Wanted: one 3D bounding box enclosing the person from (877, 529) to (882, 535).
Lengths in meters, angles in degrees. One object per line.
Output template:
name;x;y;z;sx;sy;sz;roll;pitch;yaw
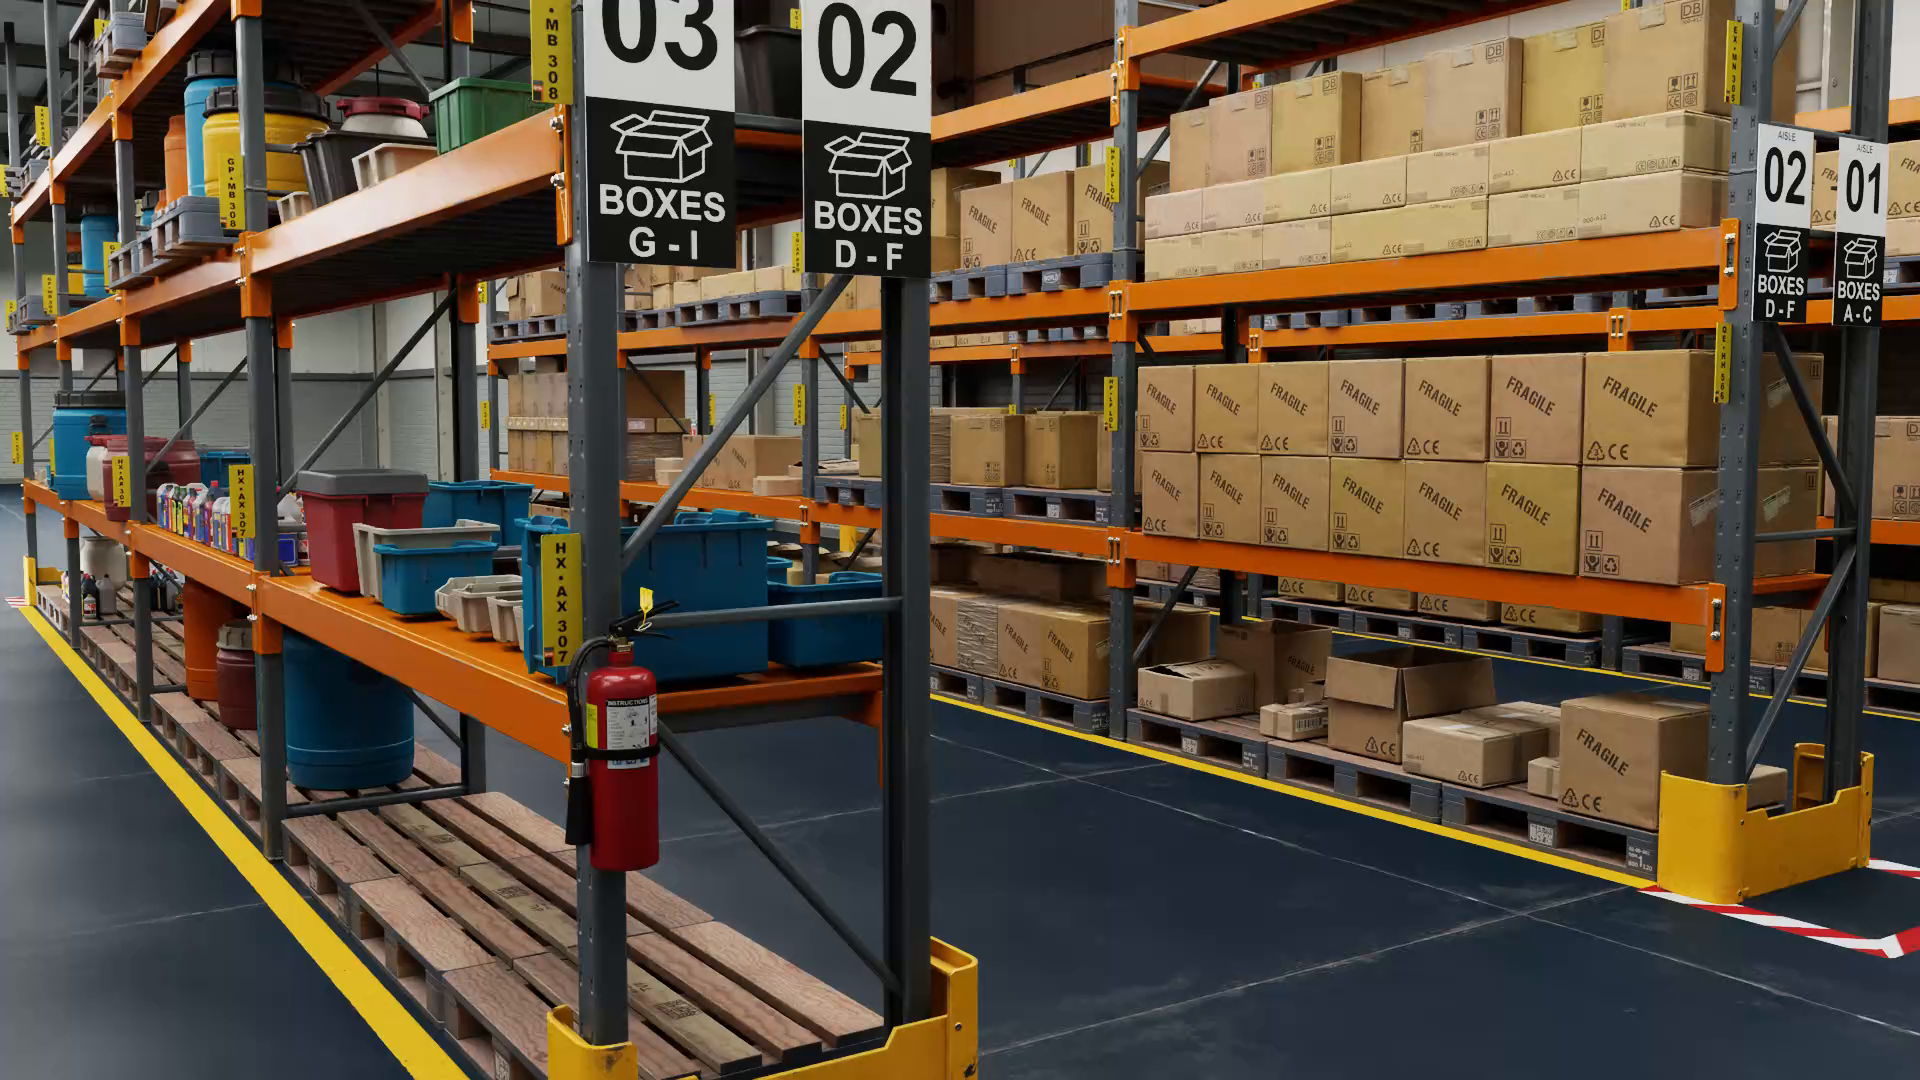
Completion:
person;-0.667;-0.276;17.931;0.592;1.790;0.499;0;5;-2
